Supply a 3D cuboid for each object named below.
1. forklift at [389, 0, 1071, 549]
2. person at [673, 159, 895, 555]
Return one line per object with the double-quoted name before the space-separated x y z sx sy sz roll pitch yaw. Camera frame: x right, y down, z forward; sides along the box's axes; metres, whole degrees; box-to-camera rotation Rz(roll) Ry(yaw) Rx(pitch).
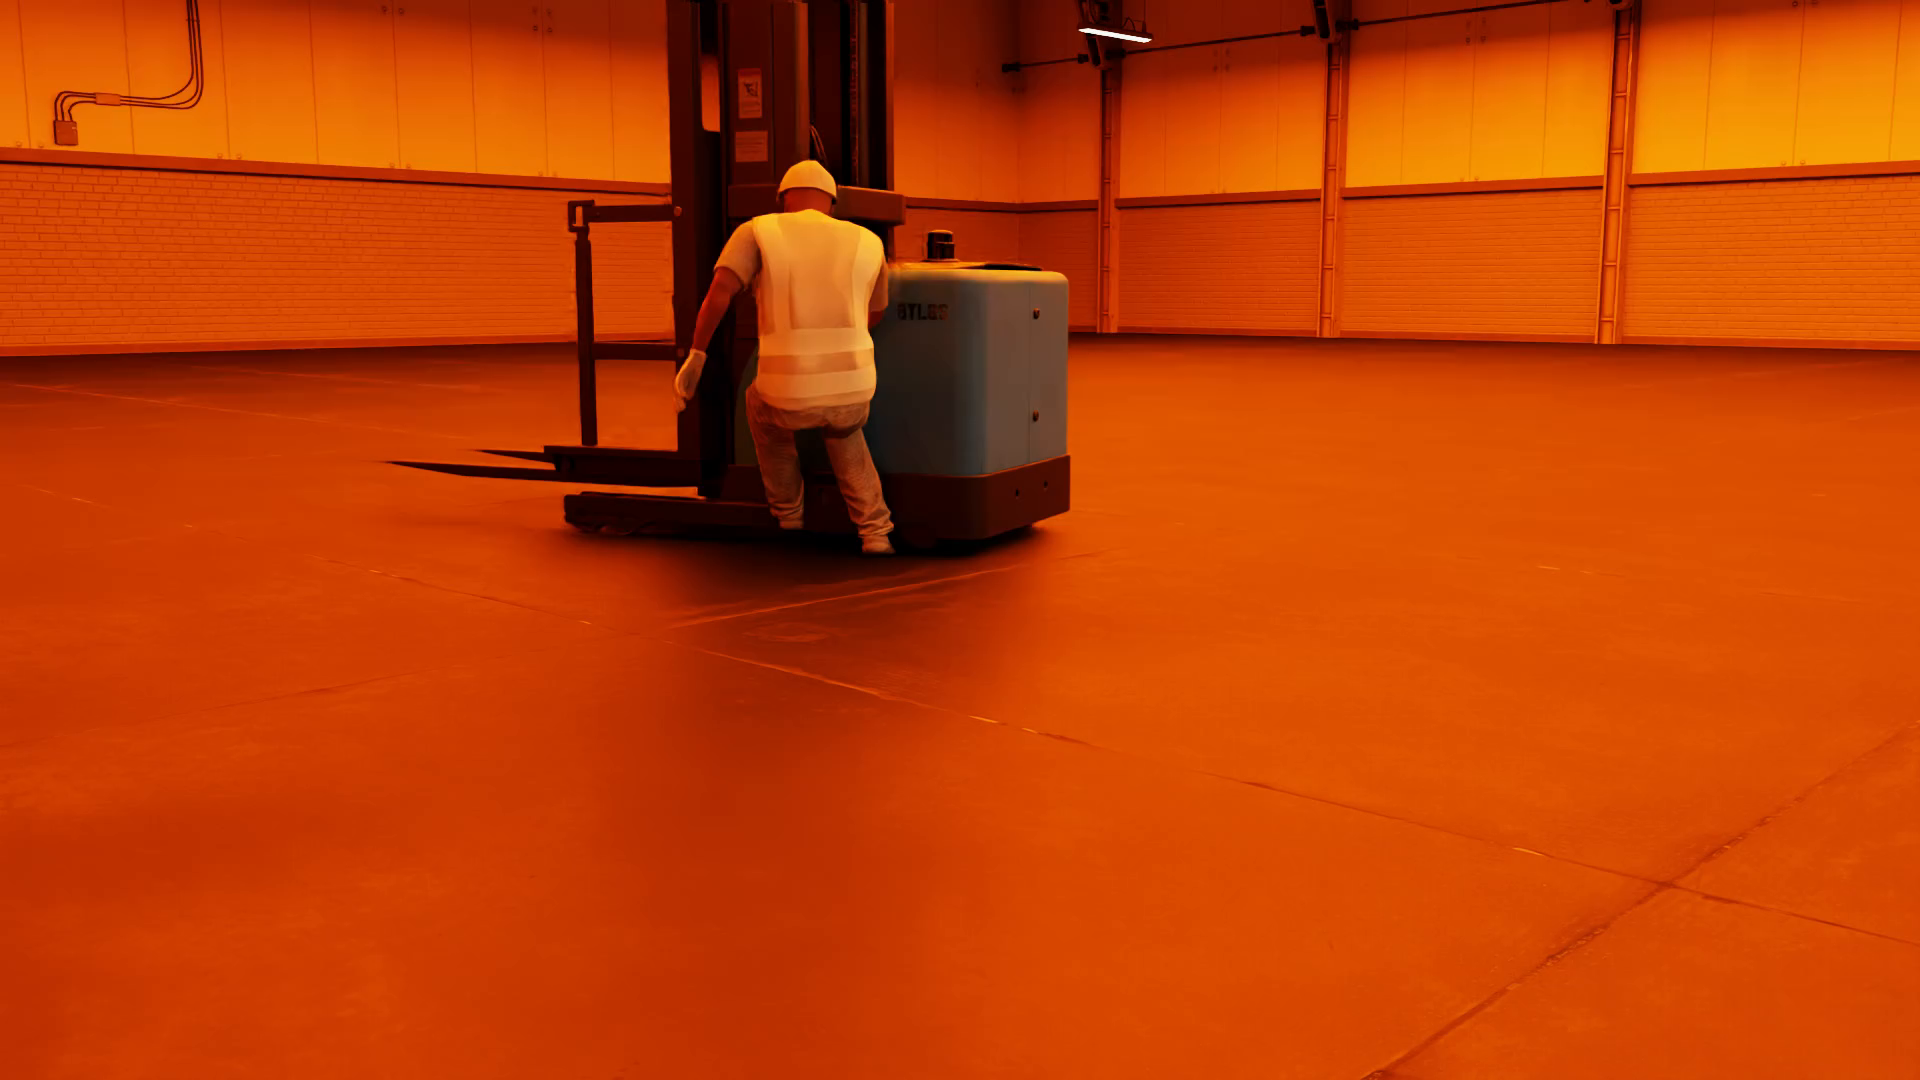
"forklift" -1.092 -1.537 7.080 3.031 2.935 1.130 4 9 24
"person" -0.657 -0.622 6.126 0.939 1.521 0.948 -3 9 -21
